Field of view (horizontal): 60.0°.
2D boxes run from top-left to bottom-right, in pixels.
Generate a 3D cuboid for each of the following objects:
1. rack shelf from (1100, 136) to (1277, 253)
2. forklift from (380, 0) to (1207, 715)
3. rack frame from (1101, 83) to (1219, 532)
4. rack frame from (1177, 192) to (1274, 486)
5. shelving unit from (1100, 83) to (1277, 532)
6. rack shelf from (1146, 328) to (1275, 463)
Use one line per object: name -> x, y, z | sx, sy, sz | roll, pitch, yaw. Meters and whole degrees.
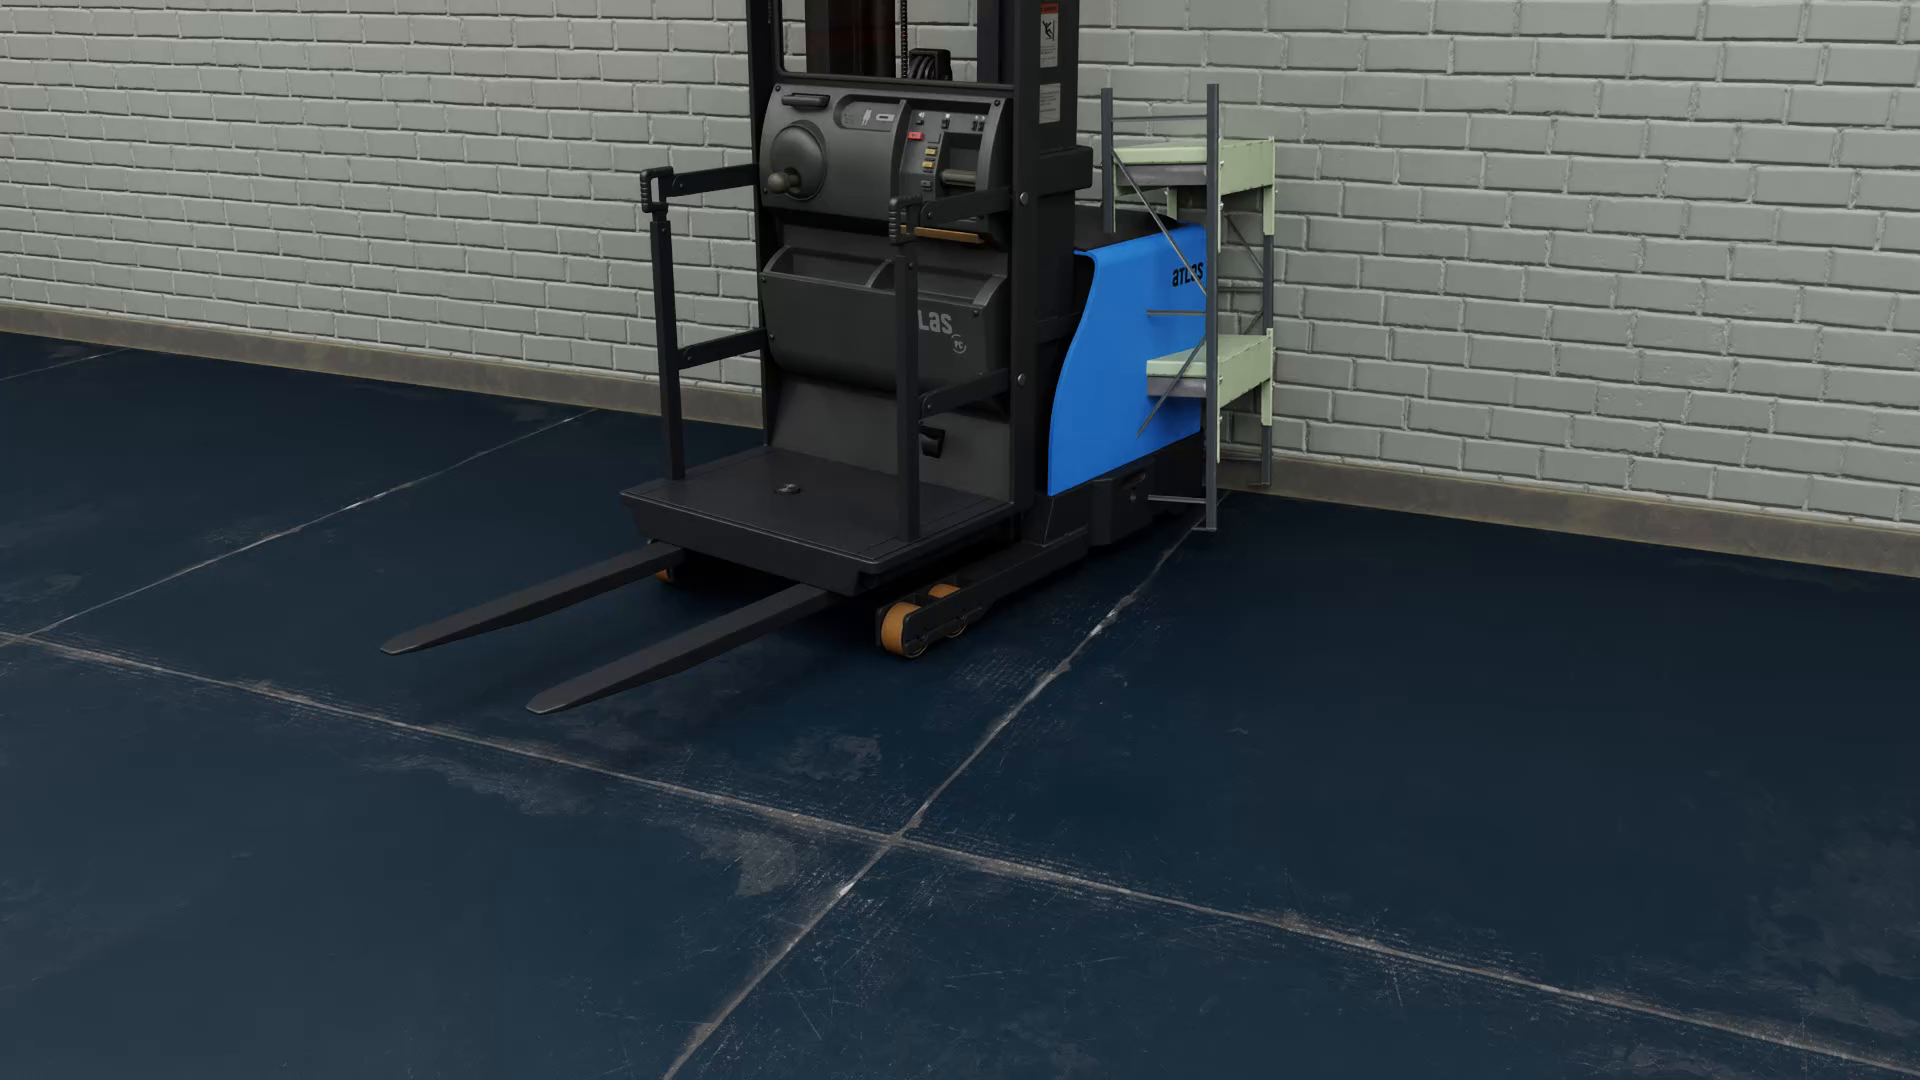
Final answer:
rack shelf -> 0.822, -1.238, 5.889 | 0.431, 0.370, 0.720 | 5, 16, 24
forklift -> -0.382, -1.213, 5.007 | 1.130, 2.935, 3.031 | 14, 24, 35
rack frame -> 0.682, -0.771, 5.667 | 0.400, 1.500, 0.023 | 5, 16, 24
rack frame -> 0.989, -0.950, 6.307 | 0.400, 1.500, 0.023 | 5, 16, 24
shelving unit -> 0.836, -0.861, 5.987 | 0.431, 1.500, 0.755 | 5, 16, 24
rack shelf -> 0.847, -0.545, 6.070 | 0.431, 0.370, 0.720 | 5, 16, 24
